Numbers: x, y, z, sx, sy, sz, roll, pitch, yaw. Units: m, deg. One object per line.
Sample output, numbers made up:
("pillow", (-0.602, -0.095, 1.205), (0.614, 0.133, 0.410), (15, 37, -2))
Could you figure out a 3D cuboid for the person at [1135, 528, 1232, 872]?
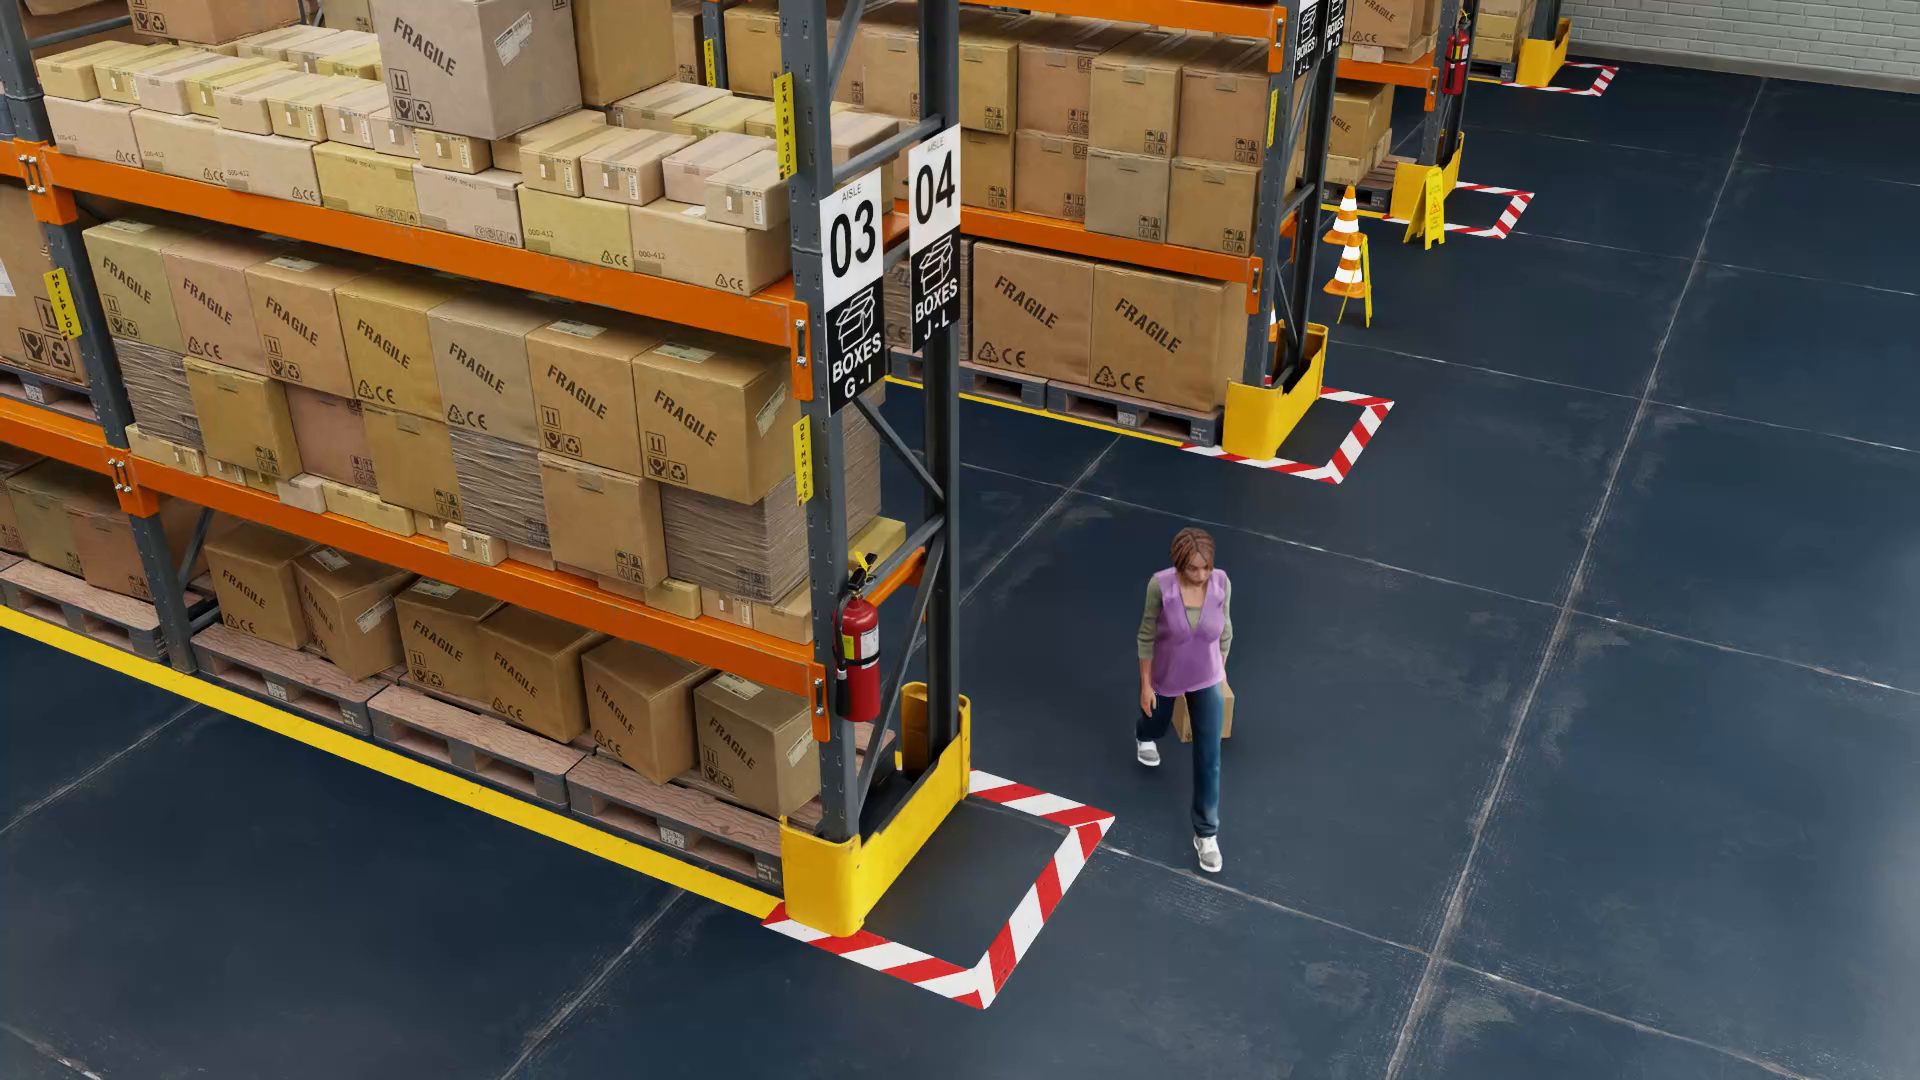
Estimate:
("person", (0.973, 0.579, 7.305), (0.423, 1.545, 0.932), (0, 30, -1))
